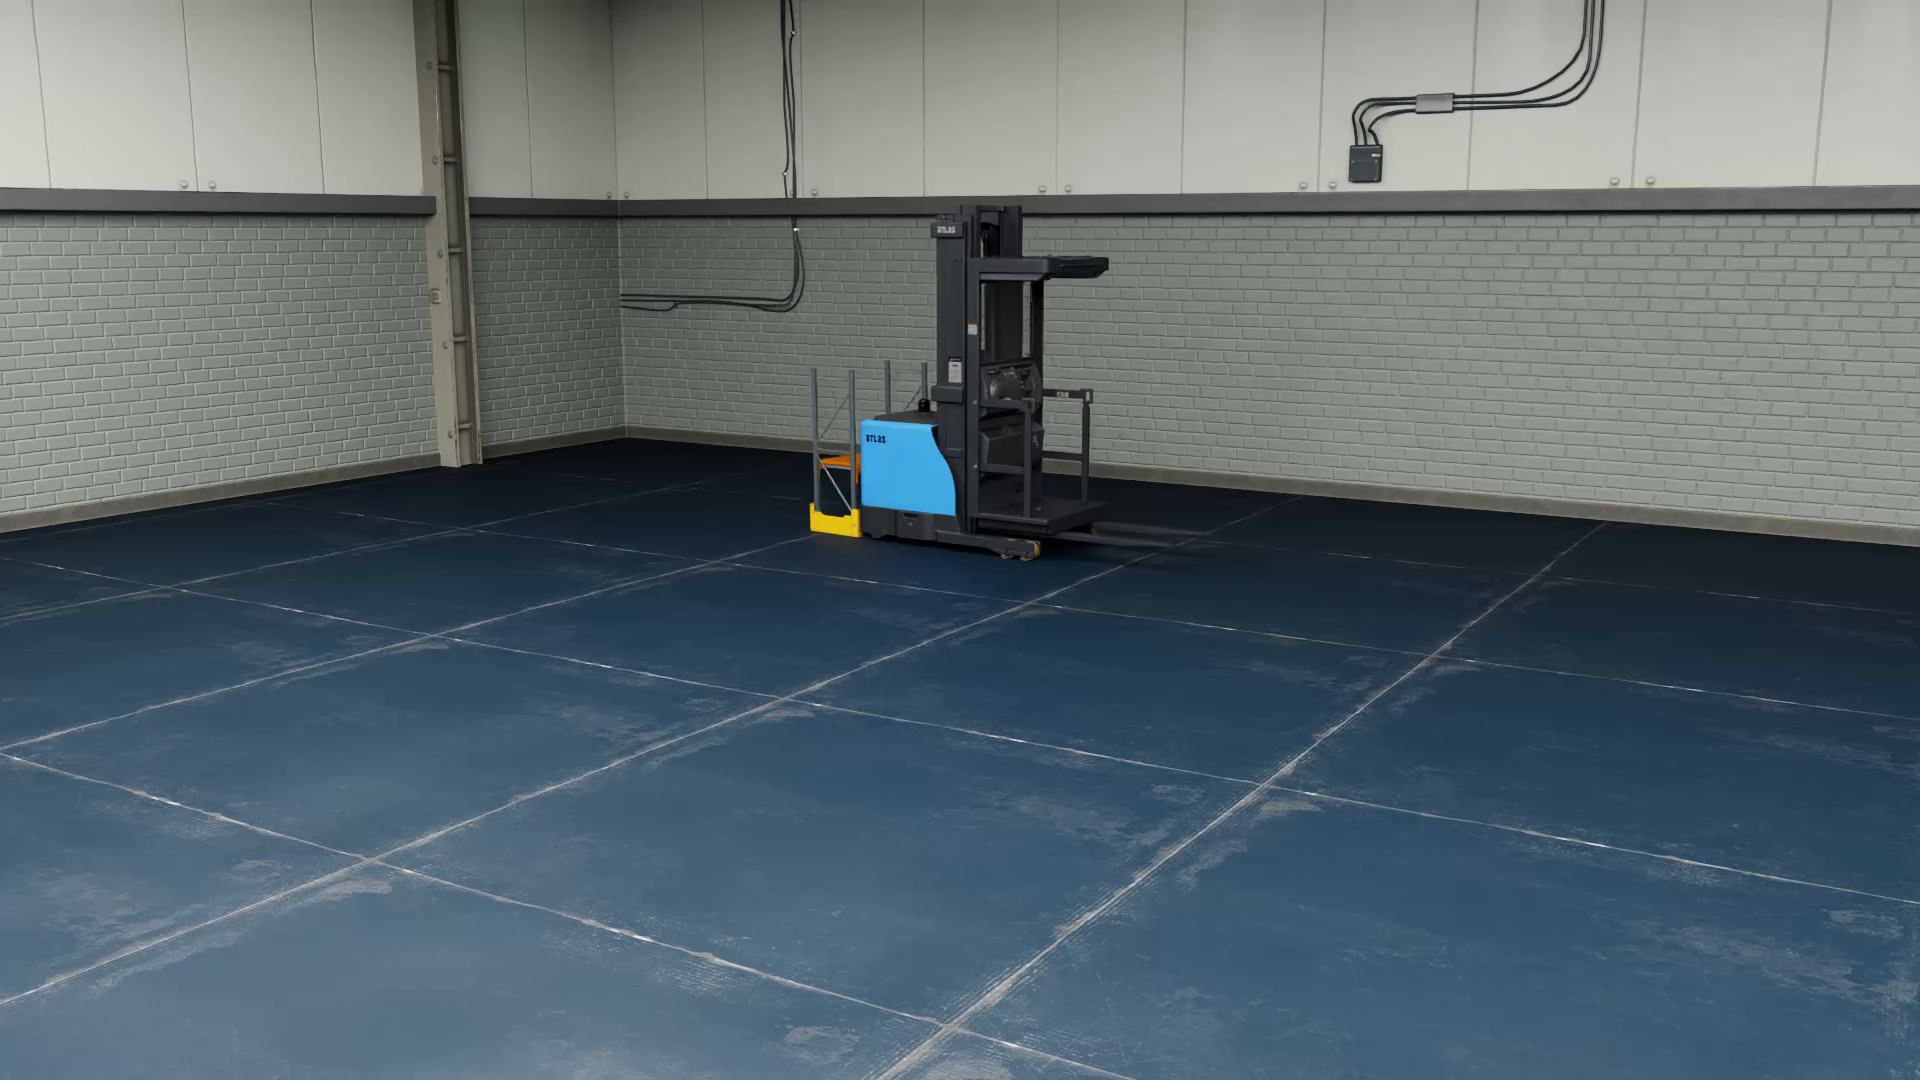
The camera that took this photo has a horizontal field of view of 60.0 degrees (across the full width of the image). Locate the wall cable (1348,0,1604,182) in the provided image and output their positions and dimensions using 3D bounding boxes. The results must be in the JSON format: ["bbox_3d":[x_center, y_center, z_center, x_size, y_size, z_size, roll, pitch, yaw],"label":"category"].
[{"bbox_3d":[4.870,-6.417,15.448,2.305,6.003,0.169,6,12,31],"label":"wall cable"}]

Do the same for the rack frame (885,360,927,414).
[{"bbox_3d":[-0.507,-0.949,15.848,0.500,1.500,0.032,8,13,38],"label":"rack frame"}]

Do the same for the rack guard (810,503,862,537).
[{"bbox_3d":[-1.133,-0.188,15.177,0.587,0.250,0.087,8,13,38],"label":"rack guard"}]

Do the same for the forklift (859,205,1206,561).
[{"bbox_3d":[0.614,-1.378,14.262,3.031,2.935,1.130,7,13,32],"label":"forklift"}]

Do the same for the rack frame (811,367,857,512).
[{"bbox_3d":[-1.139,-0.803,15.064,0.500,1.500,0.032,8,13,38],"label":"rack frame"}]

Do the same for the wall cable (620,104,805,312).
[{"bbox_3d":[-3.235,-4.128,20.905,3.097,2.526,0.112,6,12,31],"label":"wall cable"}]

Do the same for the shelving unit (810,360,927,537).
[{"bbox_3d":[-0.829,-0.875,15.449,0.587,1.500,1.083,8,13,38],"label":"shelving unit"}]

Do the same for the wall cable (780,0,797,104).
[{"bbox_3d":[-0.923,-6.352,19.059,3.097,2.526,0.112,6,12,31],"label":"wall cable"}]

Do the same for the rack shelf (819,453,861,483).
[{"bbox_3d":[-0.822,-0.699,15.488,0.538,0.185,1.000,8,13,38],"label":"rack shelf"}]

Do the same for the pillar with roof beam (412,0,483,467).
[{"bbox_3d":[-2.216,-4.906,16.622,9.100,9.000,0.400,6,12,31],"label":"pillar with roof beam"}]
